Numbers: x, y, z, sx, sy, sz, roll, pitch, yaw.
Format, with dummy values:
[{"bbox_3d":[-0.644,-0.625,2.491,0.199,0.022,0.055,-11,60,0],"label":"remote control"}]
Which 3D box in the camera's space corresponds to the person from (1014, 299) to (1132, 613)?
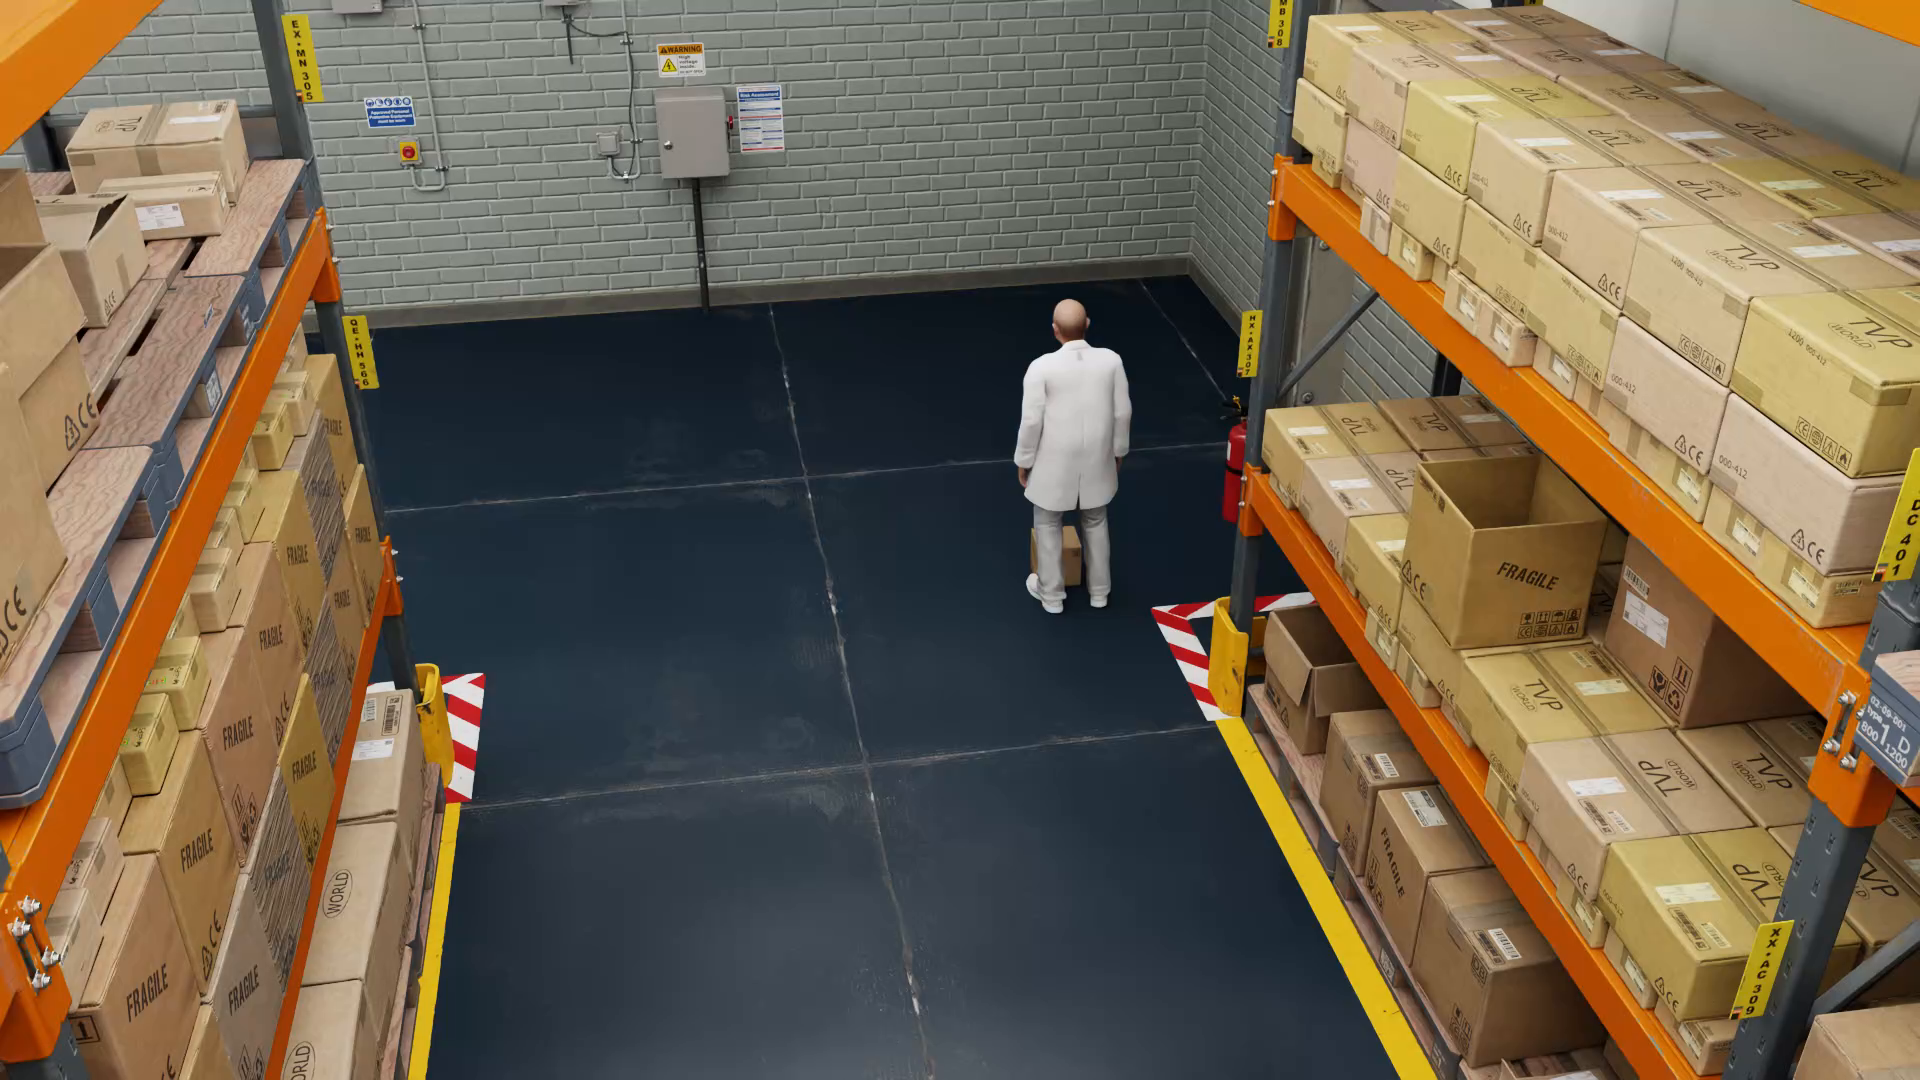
[{"bbox_3d":[0.596,-0.437,8.907,0.638,1.772,0.428,-6,31,-11],"label":"person"}]
